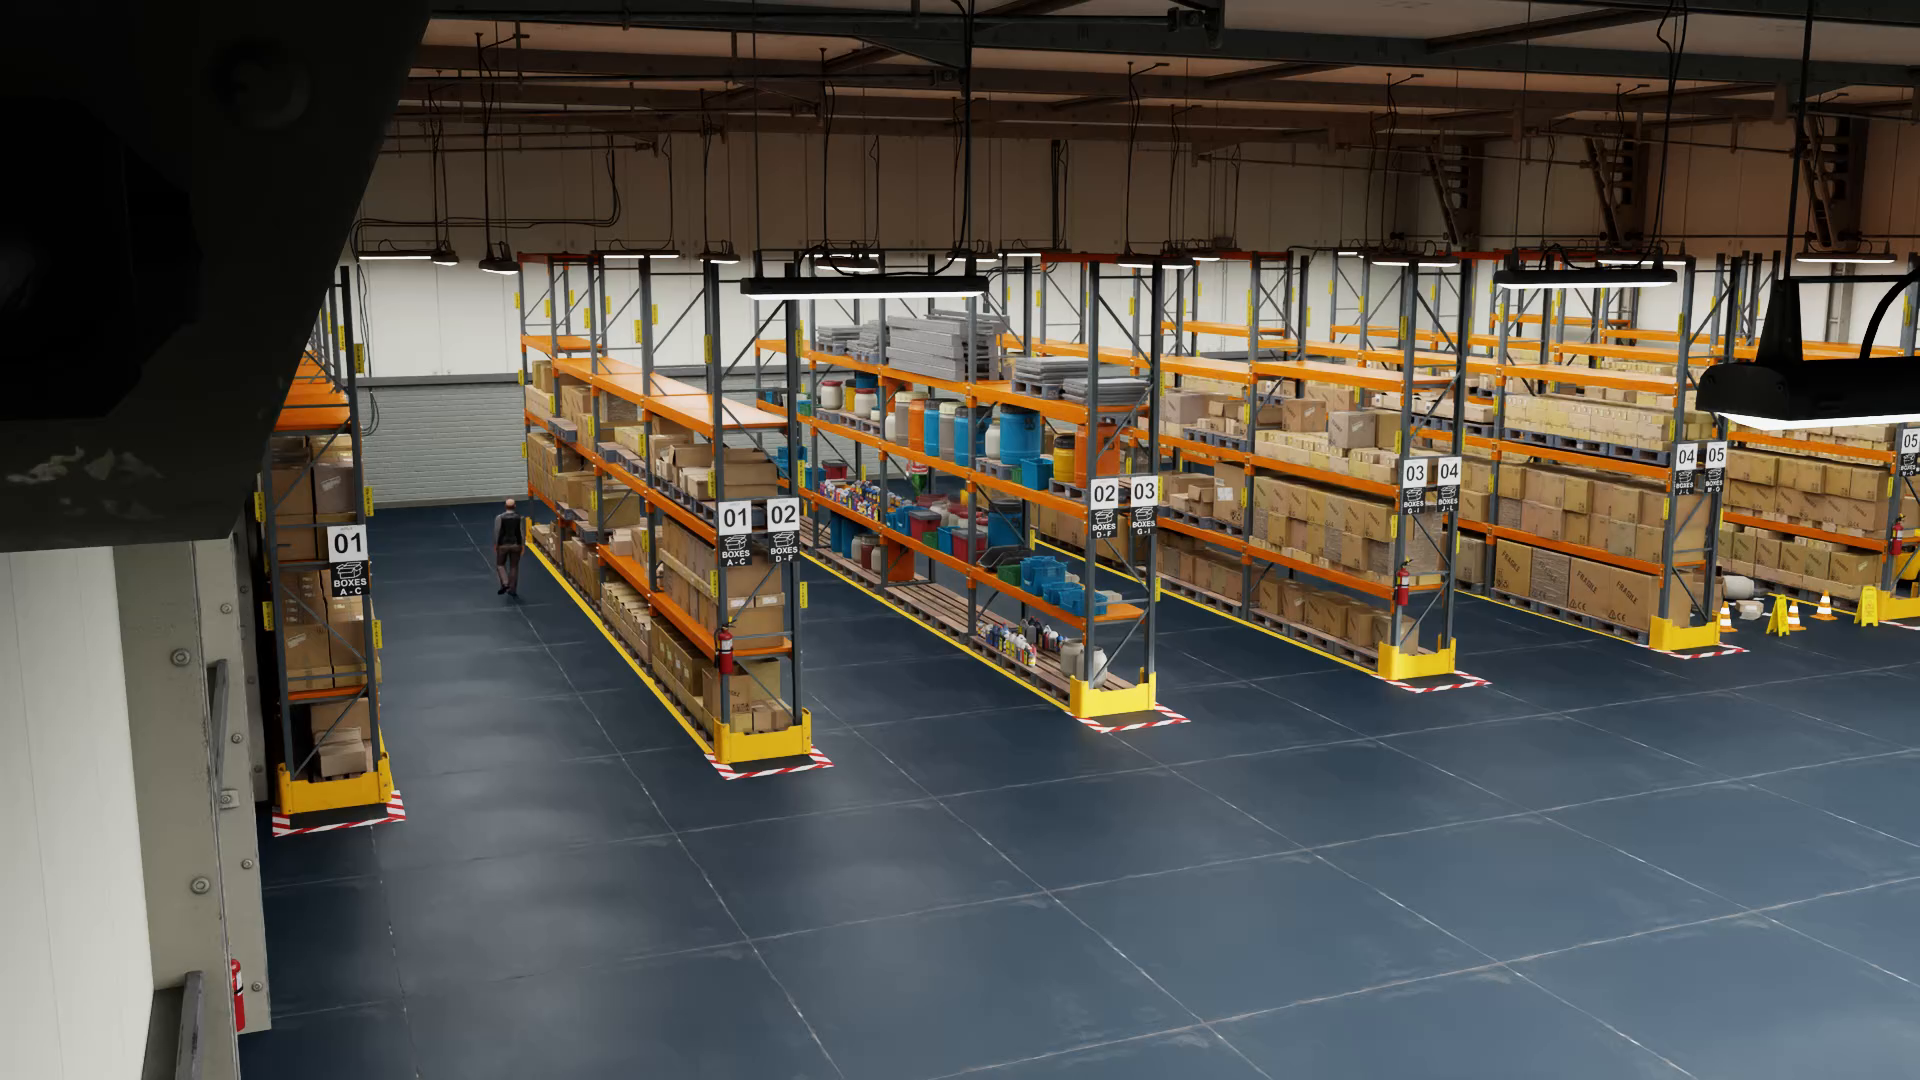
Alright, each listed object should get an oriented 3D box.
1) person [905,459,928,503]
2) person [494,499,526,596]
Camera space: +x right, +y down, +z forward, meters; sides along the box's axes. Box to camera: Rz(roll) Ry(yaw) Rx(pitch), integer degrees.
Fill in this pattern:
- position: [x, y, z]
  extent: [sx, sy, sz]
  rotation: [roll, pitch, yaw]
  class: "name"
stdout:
- position: [-0.916, -1.540, 38.463]
  extent: [0.605, 1.724, 1.034]
  rotation: [-4, 11, -21]
  class: "person"
- position: [-7.979, 0.130, 29.500]
  extent: [0.565, 1.719, 0.460]
  rotation: [-3, 11, -18]
  class: "person"
